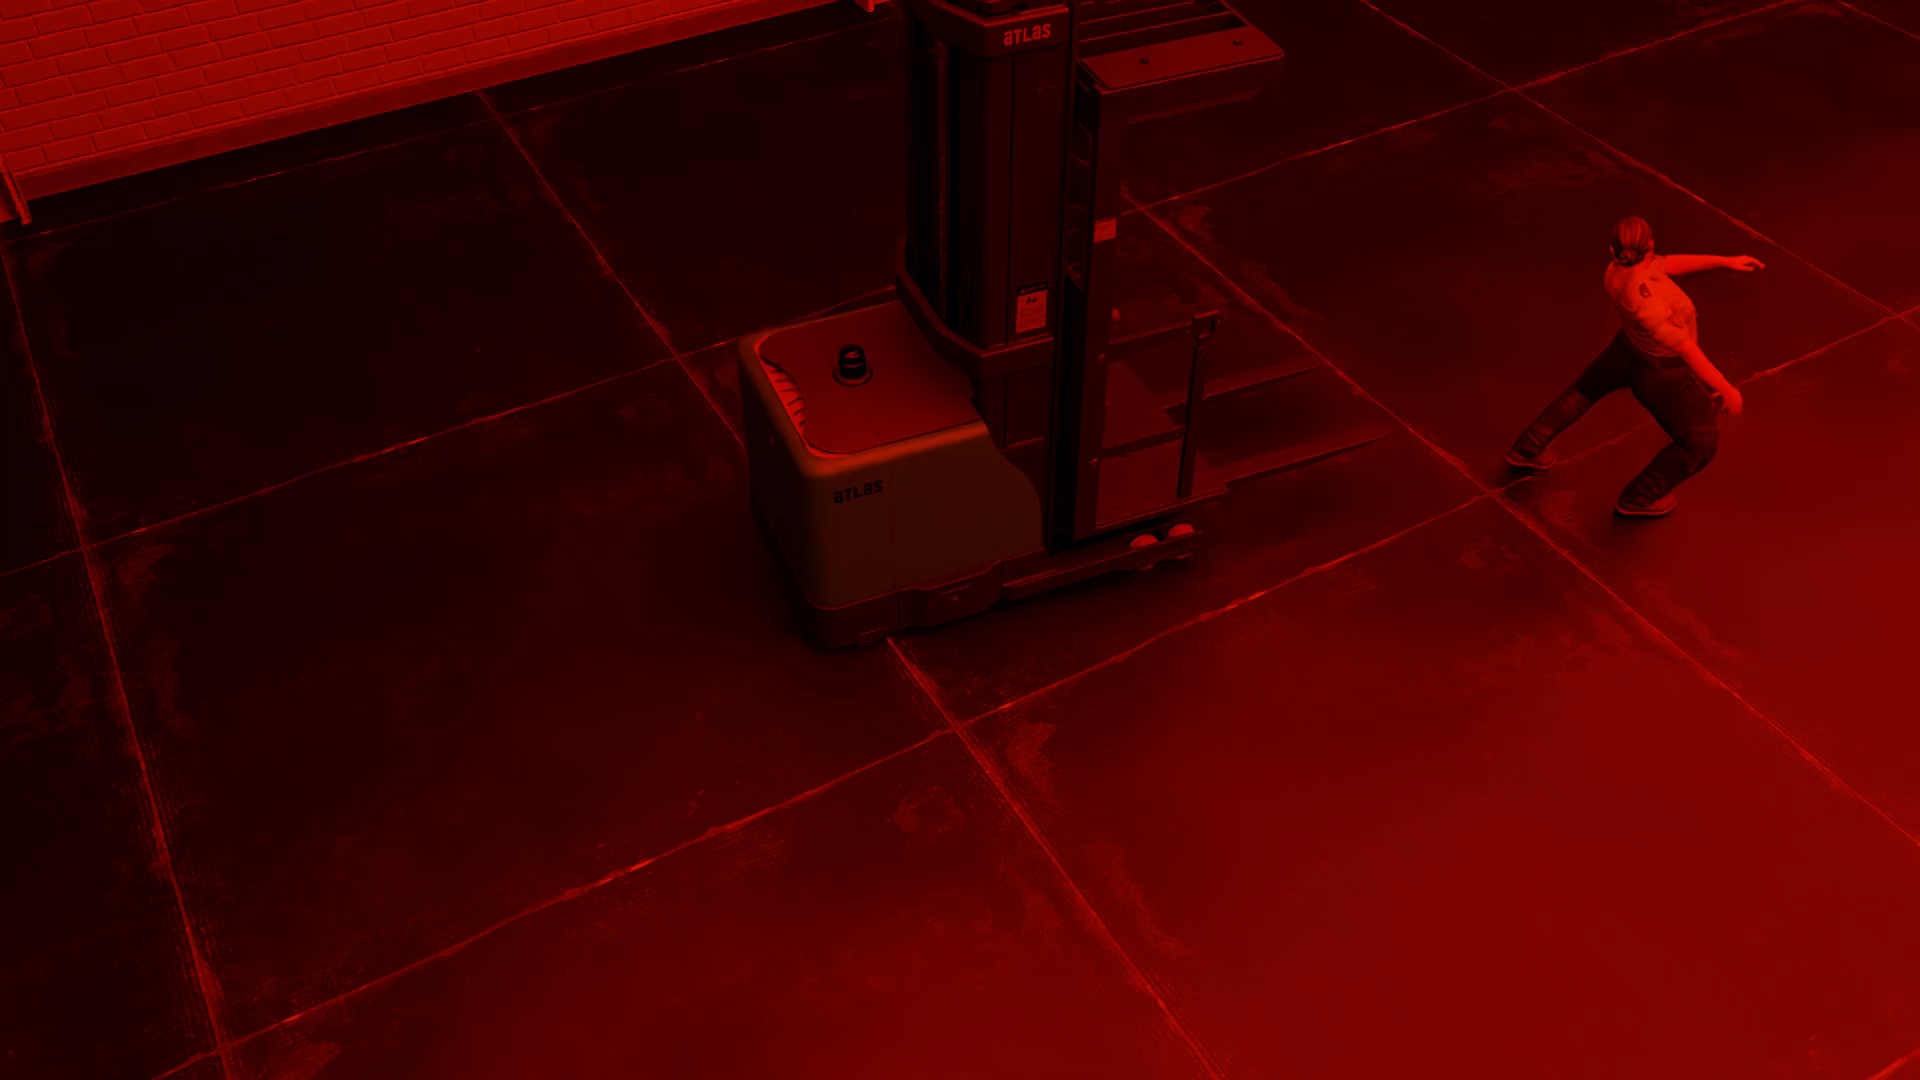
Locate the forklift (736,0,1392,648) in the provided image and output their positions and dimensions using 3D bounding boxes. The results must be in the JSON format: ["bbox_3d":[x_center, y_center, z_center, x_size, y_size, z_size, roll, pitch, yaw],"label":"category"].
[{"bbox_3d":[0.579,-1.253,7.049,3.031,2.935,1.130,-16,45,-16],"label":"forklift"}]

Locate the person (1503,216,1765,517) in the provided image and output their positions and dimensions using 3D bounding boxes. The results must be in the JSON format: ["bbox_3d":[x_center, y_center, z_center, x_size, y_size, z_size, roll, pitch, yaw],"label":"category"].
[{"bbox_3d":[3.191,-0.756,7.568,0.799,1.466,0.858,-17,46,-18],"label":"person"}]
